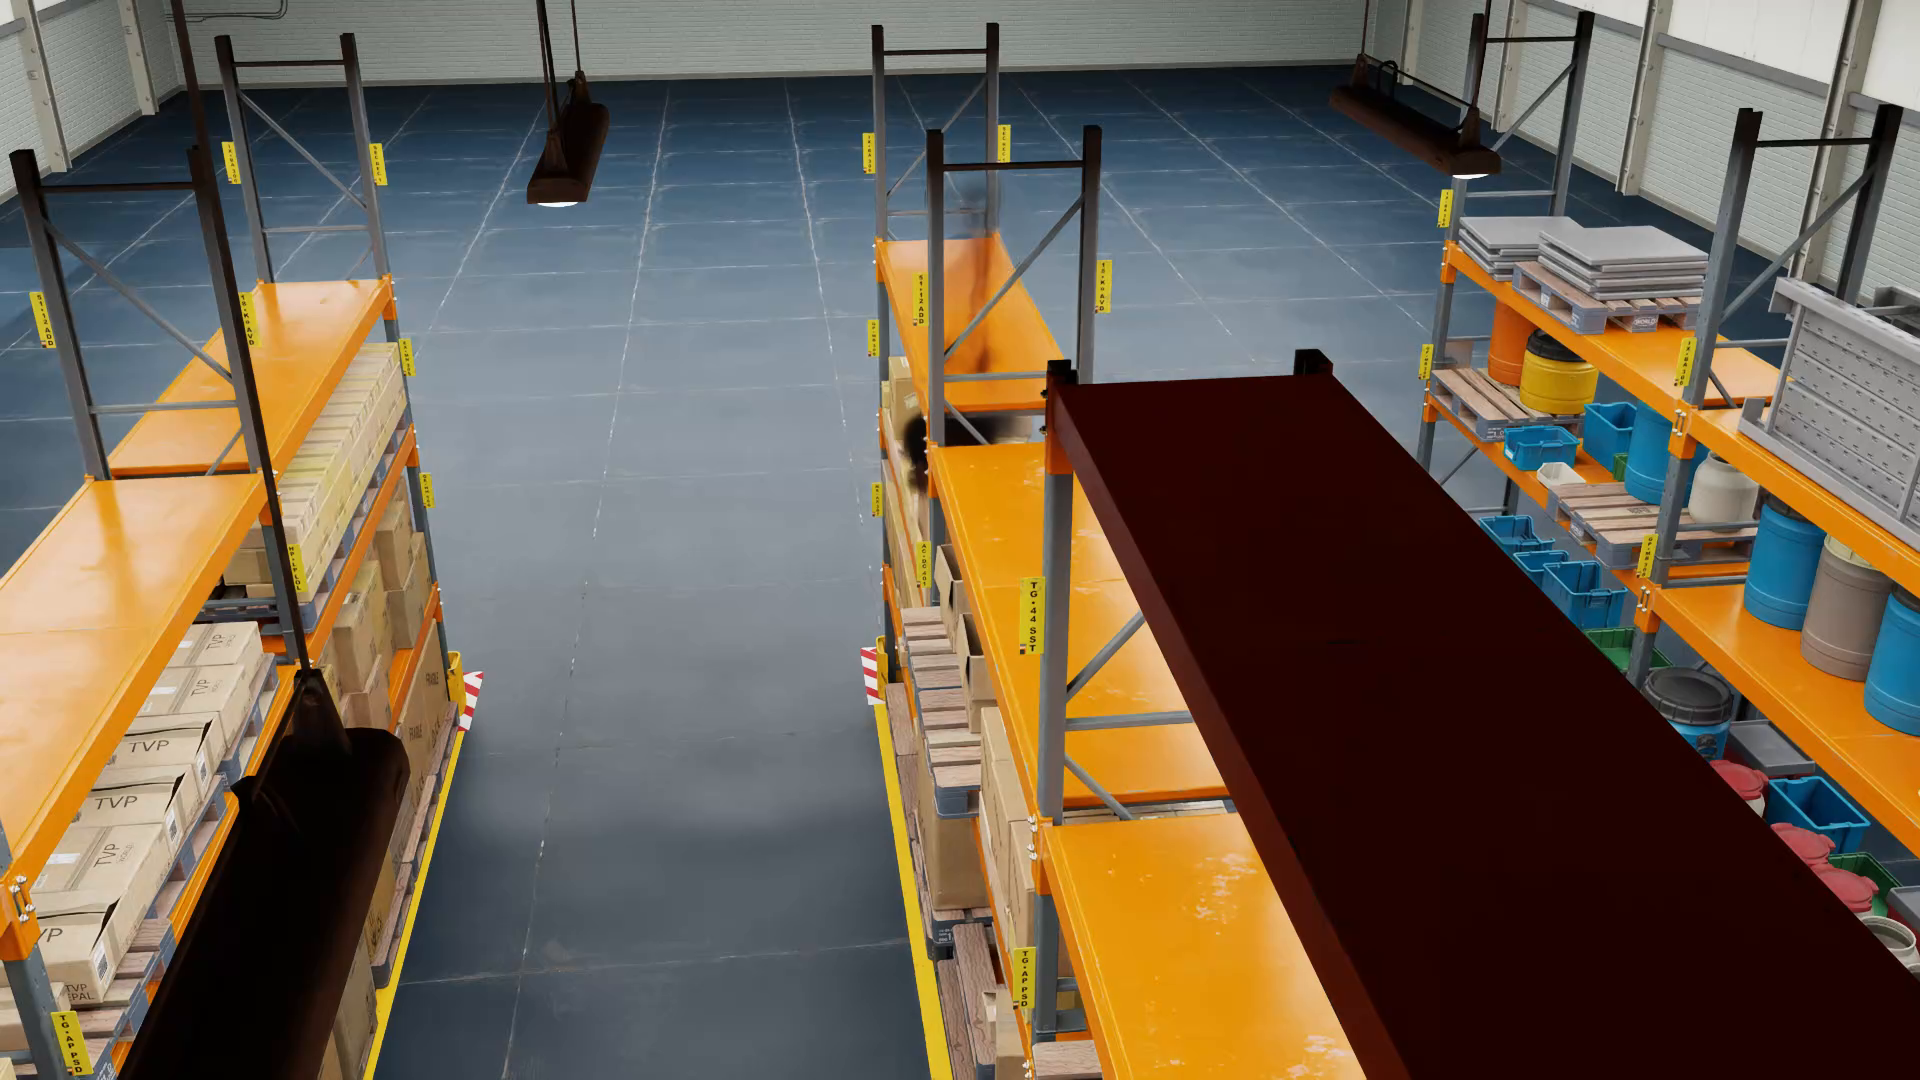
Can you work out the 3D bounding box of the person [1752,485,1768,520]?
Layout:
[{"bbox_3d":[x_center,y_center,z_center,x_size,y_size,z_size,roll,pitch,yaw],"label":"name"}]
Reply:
[{"bbox_3d":[8.704,-0.687,17.977,0.761,1.677,0.677,13,28,25],"label":"person"}]
